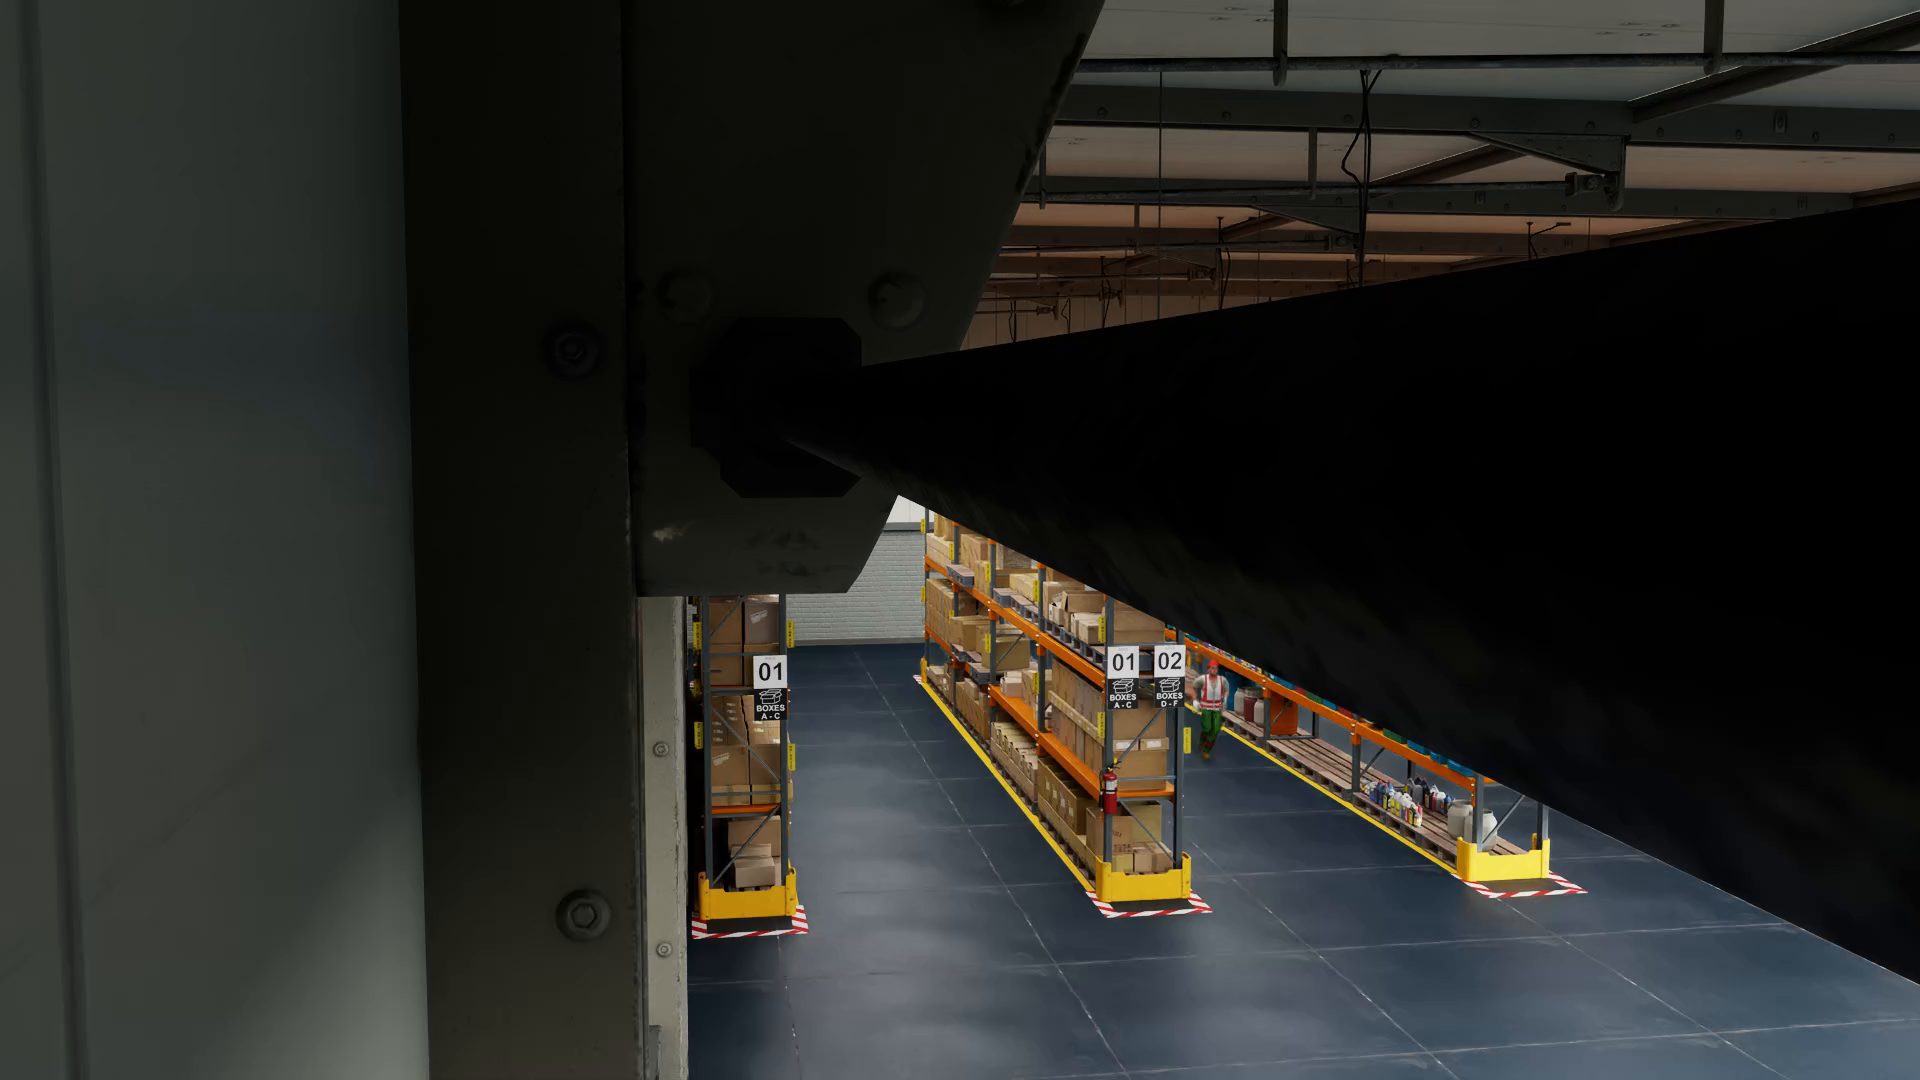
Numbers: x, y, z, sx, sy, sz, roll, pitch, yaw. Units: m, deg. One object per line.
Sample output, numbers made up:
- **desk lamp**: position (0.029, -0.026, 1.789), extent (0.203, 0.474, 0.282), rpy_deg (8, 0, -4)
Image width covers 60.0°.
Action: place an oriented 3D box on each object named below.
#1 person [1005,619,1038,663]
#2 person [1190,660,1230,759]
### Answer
- **person**: position (1.306, 1.958, 37.253), extent (0.720, 1.701, 0.669), rpy_deg (-4, 7, -42)
- **person**: position (4.349, 2.936, 28.721), extent (0.665, 1.737, 0.569), rpy_deg (-1, 5, -8)
